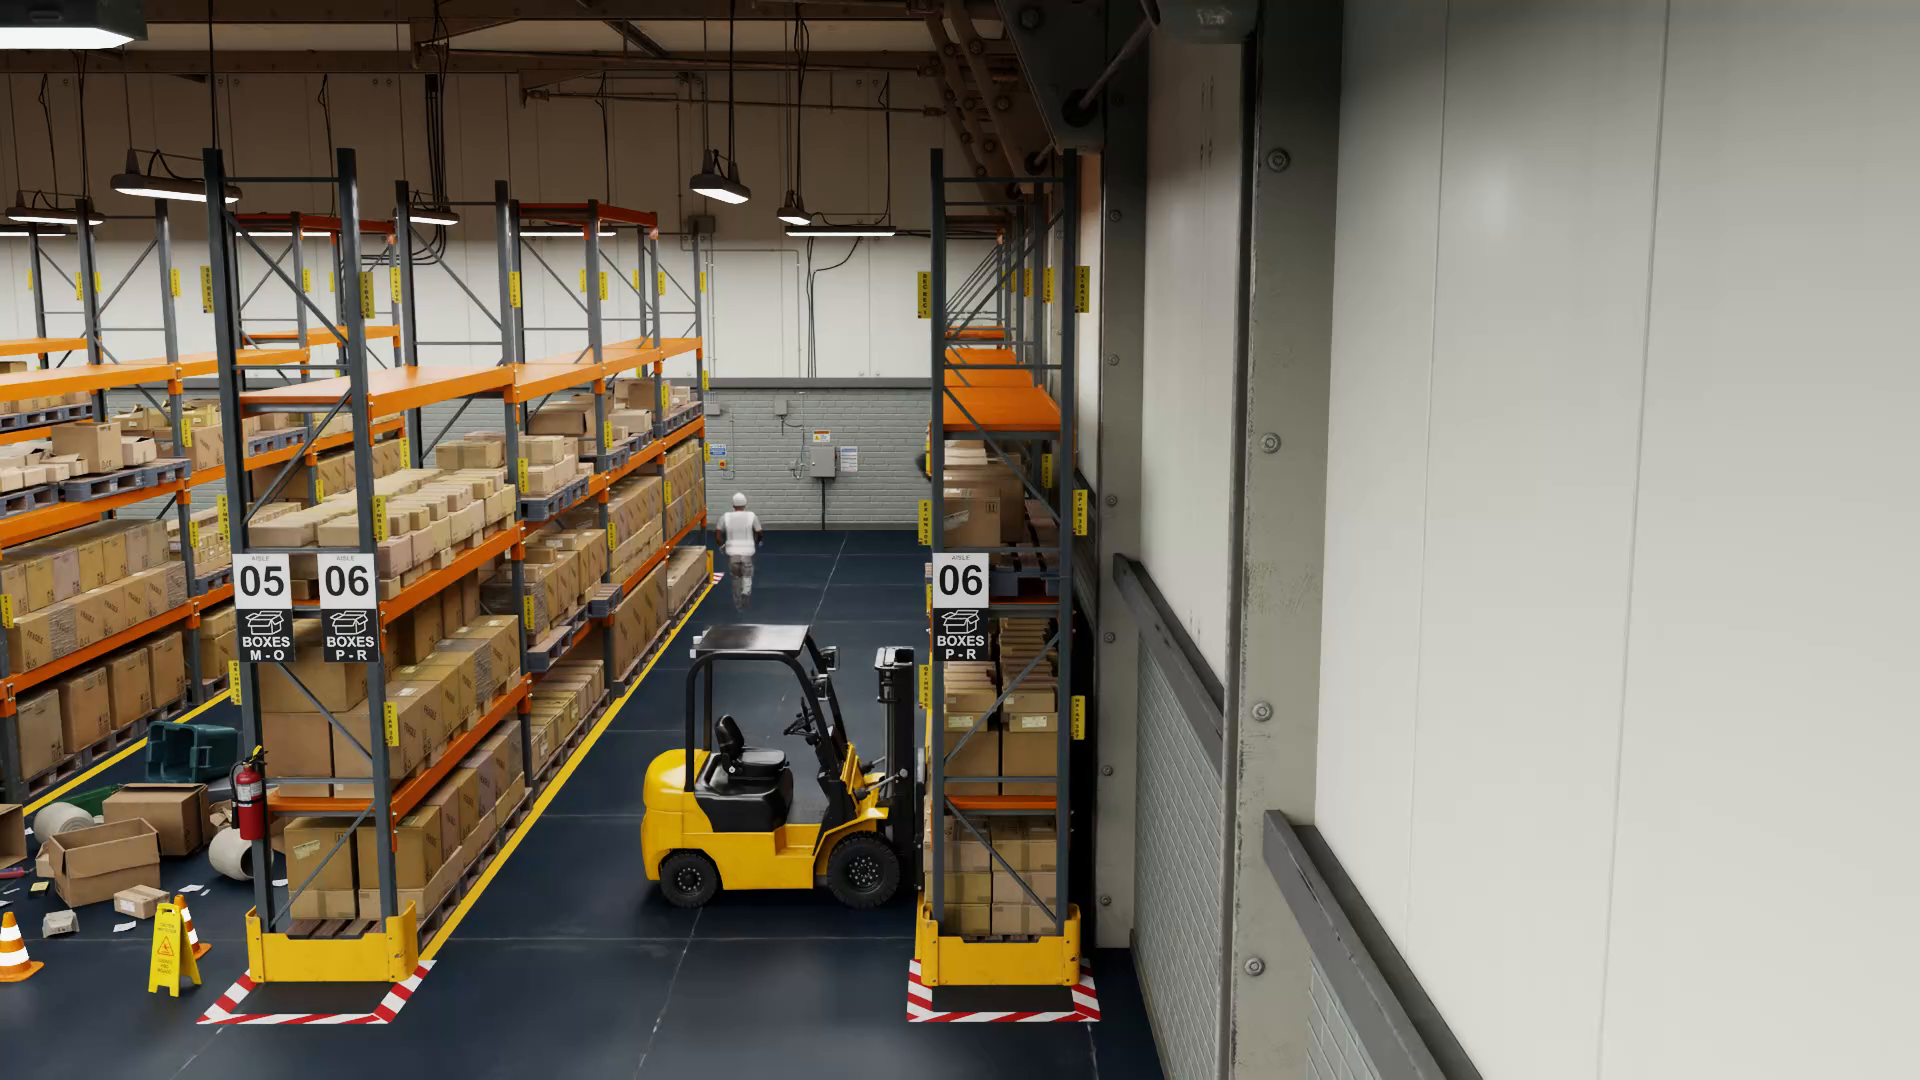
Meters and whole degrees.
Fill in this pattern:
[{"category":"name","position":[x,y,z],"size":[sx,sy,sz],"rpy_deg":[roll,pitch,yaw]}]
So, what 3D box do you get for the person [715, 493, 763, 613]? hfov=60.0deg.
[{"category":"person","position":[-3.162,0.212,23.840],"size":[0.673,1.758,0.785],"rpy_deg":[0,9,-2]}]
